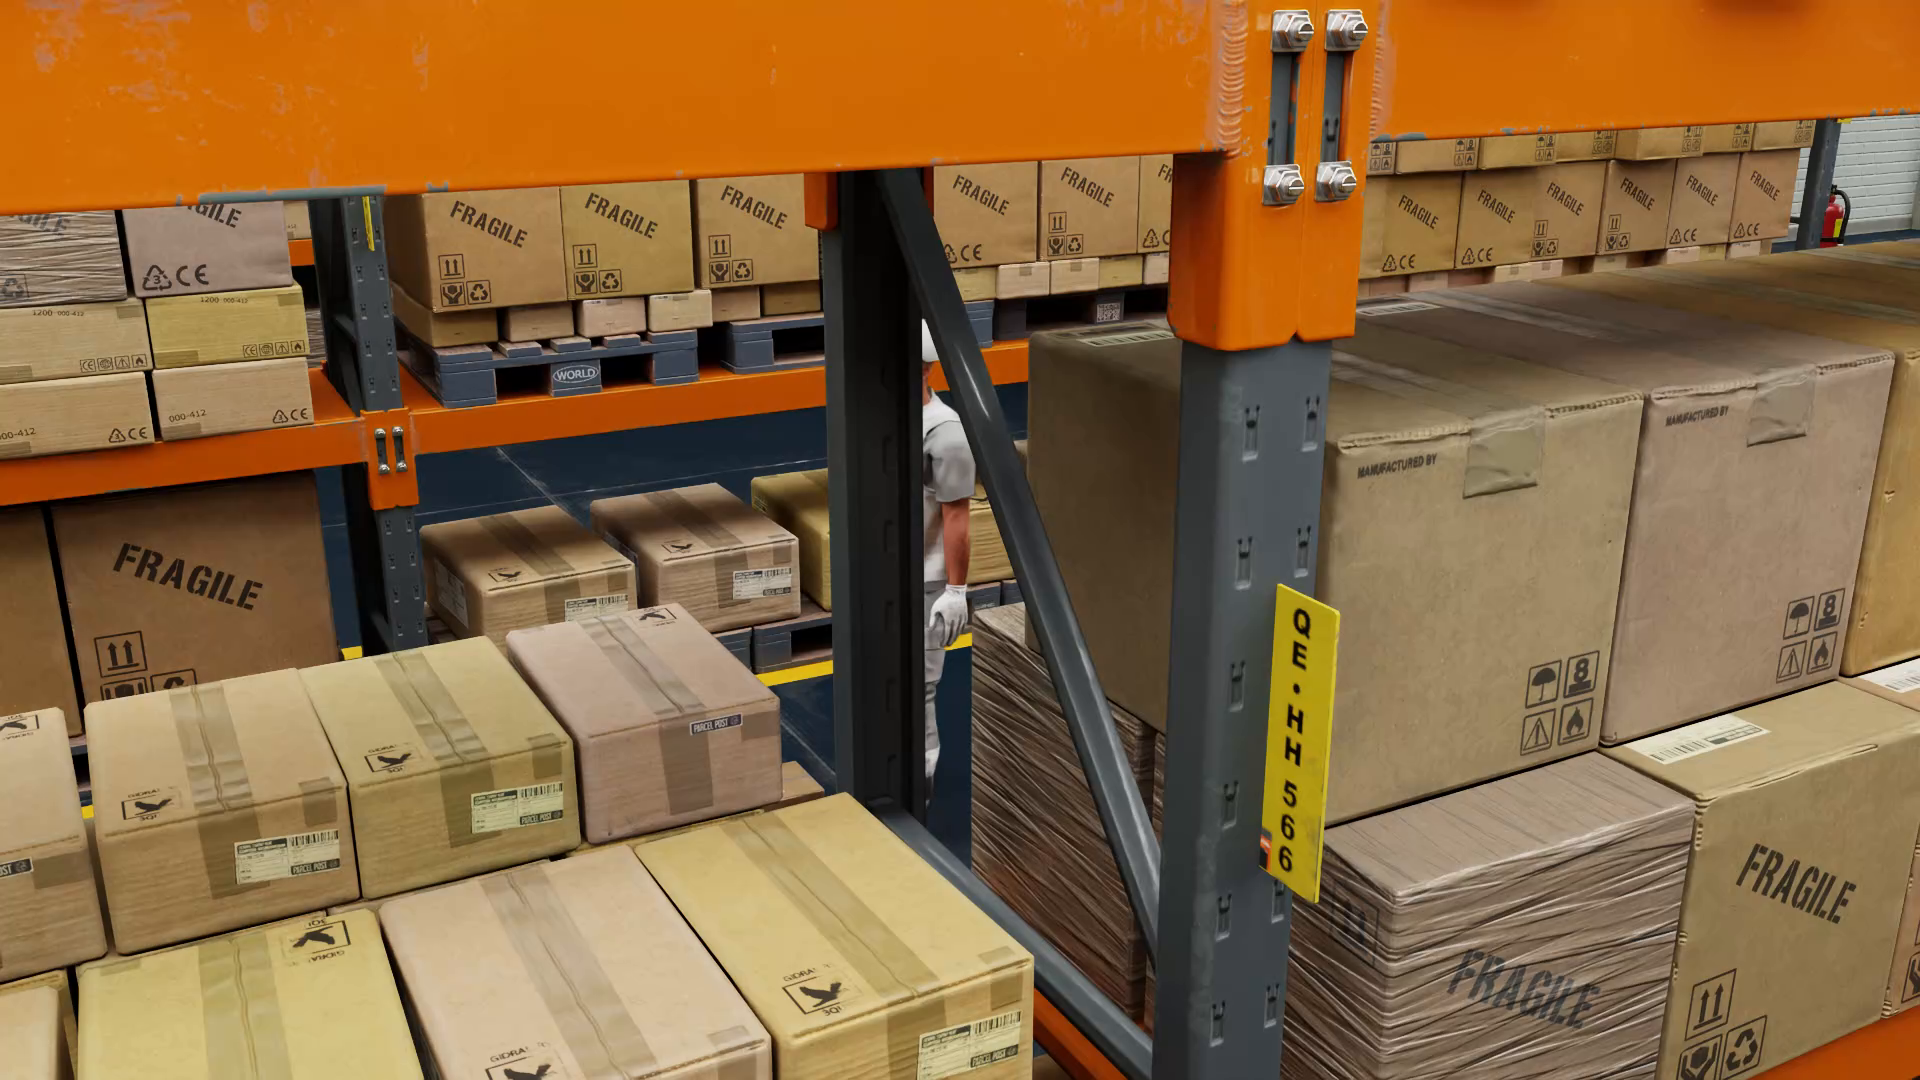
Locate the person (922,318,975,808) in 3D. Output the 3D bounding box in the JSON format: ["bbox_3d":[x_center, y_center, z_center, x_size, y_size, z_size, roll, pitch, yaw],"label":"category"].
[{"bbox_3d":[-0.234,0.148,5.564,0.569,1.792,0.564,-14,23,-36],"label":"person"}]
